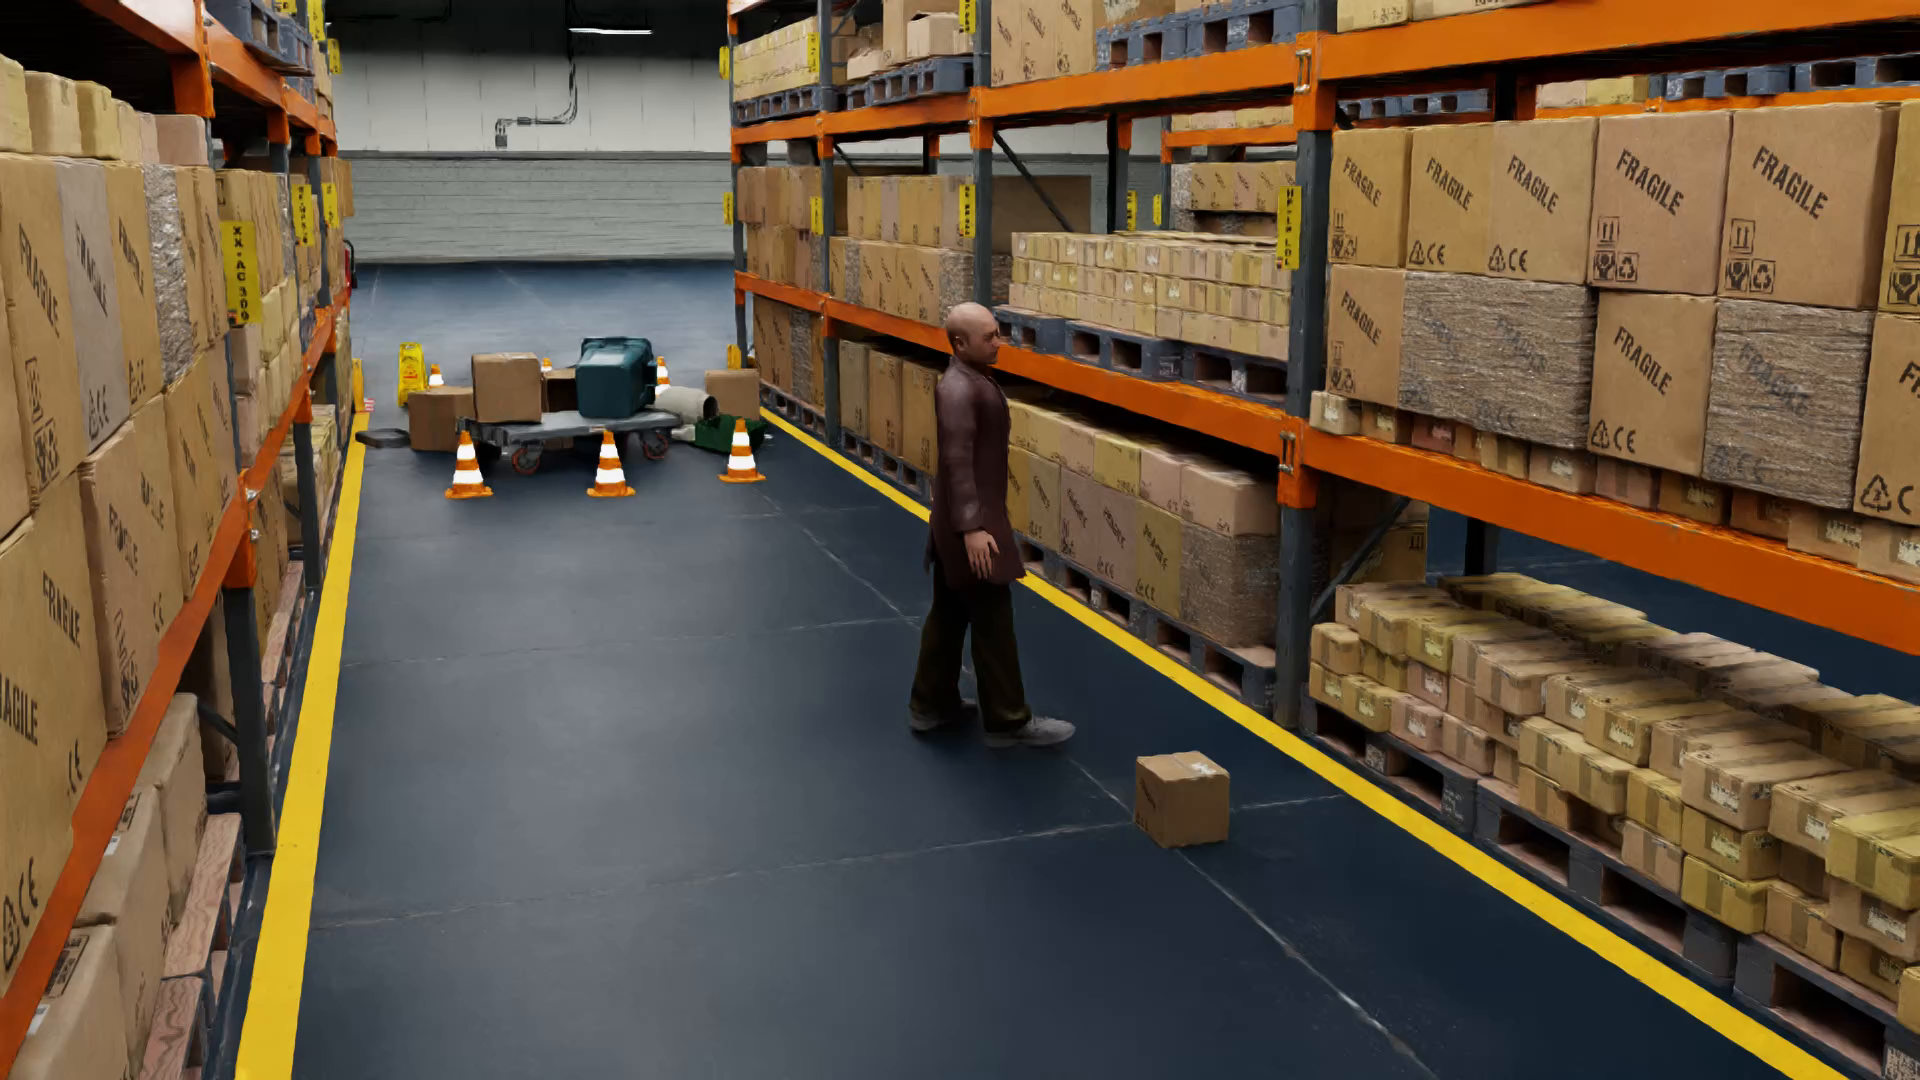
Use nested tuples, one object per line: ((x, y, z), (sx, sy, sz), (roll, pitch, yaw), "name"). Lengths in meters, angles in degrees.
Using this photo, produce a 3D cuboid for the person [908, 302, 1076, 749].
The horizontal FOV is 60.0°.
((0.125, -0.057, 6.651), (0.678, 1.774, 0.774), (0, 12, -1), "person")
